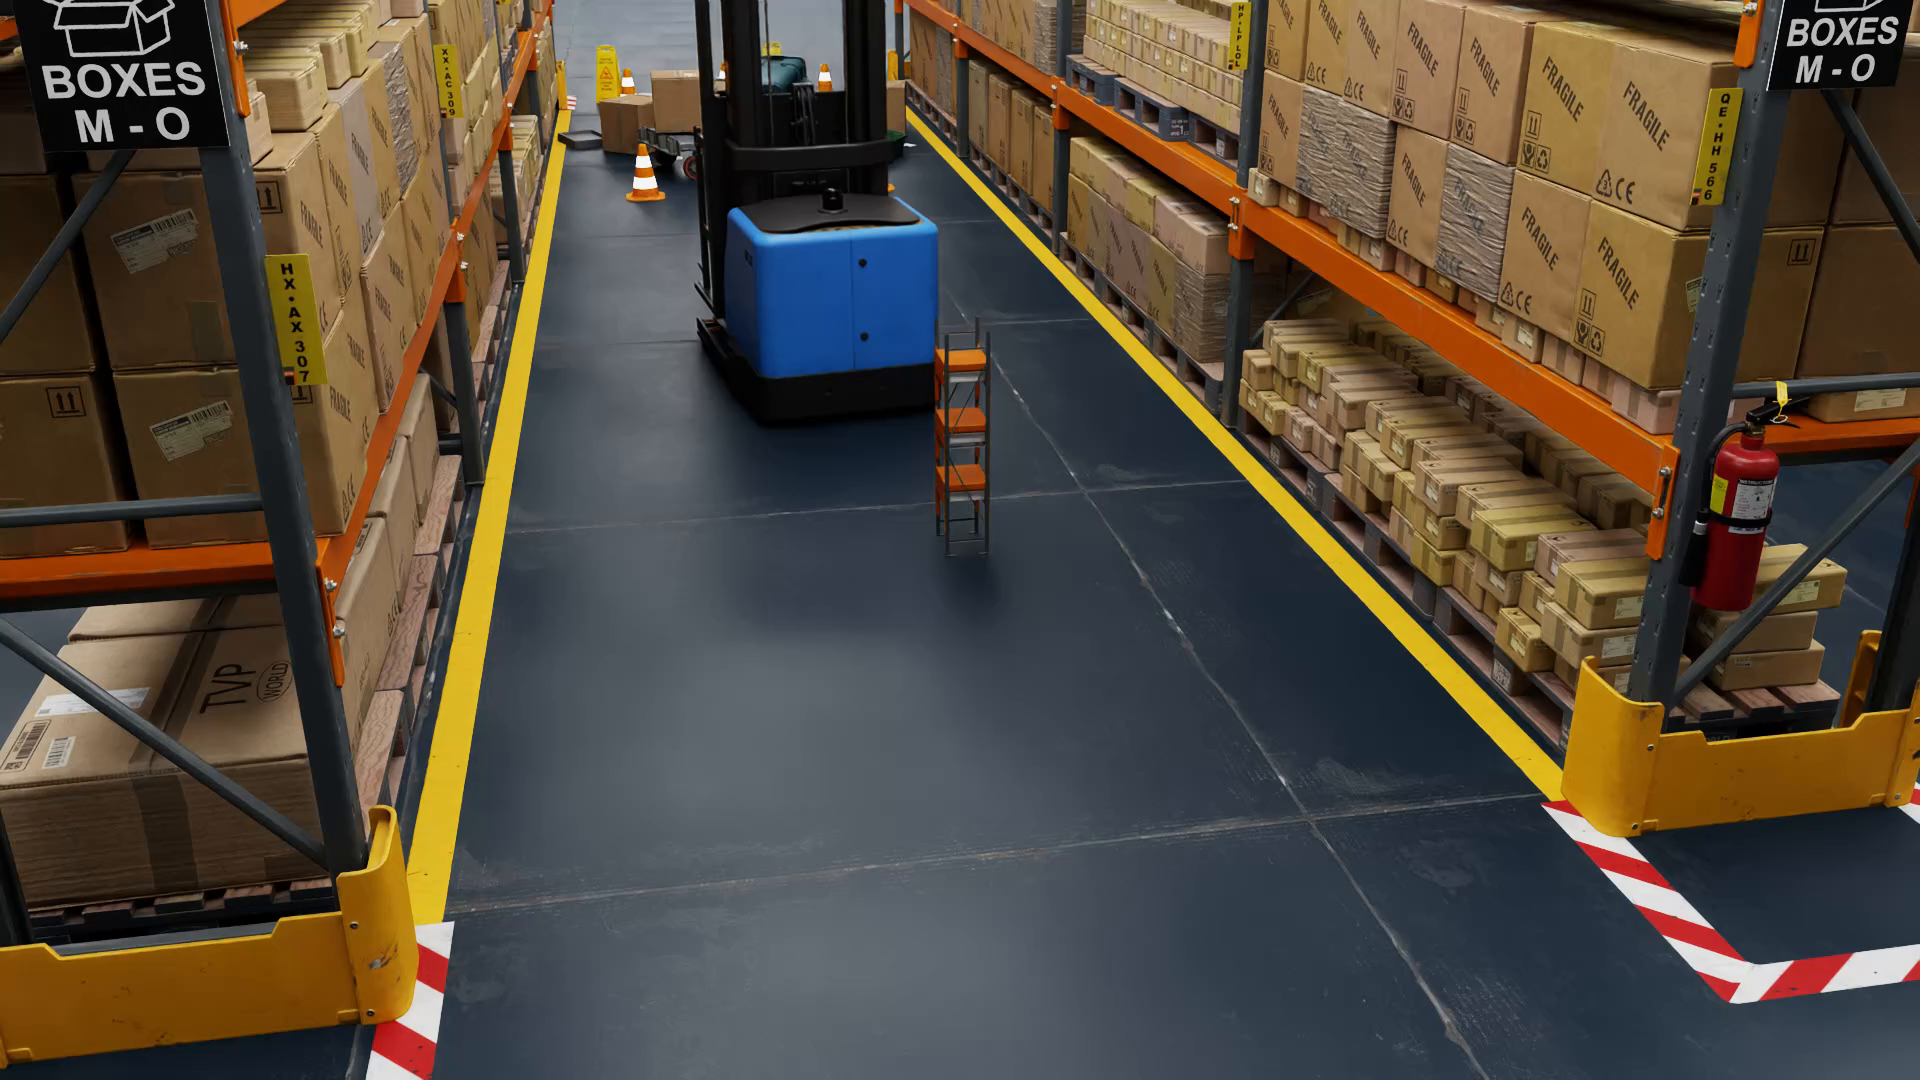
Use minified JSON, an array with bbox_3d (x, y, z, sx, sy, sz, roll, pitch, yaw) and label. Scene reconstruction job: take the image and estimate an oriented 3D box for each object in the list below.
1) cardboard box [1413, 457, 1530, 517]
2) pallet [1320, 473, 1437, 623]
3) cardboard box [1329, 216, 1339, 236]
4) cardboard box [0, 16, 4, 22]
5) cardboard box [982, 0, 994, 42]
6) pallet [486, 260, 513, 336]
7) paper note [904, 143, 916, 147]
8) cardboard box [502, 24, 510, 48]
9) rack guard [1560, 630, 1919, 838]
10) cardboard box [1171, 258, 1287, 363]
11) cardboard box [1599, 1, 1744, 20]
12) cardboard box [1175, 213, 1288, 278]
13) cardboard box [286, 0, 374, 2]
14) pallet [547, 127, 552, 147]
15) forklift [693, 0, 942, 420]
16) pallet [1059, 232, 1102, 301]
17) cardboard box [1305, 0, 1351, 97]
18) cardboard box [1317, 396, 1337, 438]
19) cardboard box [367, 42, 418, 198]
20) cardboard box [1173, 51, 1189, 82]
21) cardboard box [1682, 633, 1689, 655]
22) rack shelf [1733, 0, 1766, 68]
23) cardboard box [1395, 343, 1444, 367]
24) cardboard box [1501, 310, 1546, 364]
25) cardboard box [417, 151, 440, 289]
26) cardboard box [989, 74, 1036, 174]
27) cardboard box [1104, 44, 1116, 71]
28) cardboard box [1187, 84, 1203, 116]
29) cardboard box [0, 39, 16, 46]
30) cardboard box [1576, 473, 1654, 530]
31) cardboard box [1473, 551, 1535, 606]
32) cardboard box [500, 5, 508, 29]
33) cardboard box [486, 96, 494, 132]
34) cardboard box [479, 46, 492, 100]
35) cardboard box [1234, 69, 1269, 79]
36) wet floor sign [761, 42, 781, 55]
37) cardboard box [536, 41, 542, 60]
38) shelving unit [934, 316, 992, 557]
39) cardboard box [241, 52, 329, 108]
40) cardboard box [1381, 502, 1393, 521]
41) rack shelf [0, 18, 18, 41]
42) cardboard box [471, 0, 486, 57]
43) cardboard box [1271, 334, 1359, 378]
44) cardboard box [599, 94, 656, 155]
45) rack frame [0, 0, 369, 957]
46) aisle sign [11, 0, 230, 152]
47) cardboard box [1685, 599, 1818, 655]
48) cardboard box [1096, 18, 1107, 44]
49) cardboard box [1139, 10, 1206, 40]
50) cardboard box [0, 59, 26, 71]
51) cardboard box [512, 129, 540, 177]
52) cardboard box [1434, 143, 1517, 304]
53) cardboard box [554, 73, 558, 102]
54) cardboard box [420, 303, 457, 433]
[{"bbox_3d":[2.088,-0.219,6.797,0.380,0.149,0.250,-3,24,-8],"label":"cardboard box"},{"bbox_3d":[2.336,-0.020,7.532,1.003,0.211,1.213,-4,24,-10],"label":"pallet"},{"bbox_3d":[1.945,-1.485,7.717,0.380,0.149,0.250,-5,24,-12],"label":"cardboard box"},{"bbox_3d":[-9.288,-5.055,15.451,0.500,0.500,0.500,-5,24,-10],"label":"cardboard box"},{"bbox_3d":[0.485,-4.611,14.434,0.500,0.500,0.500,-4,24,-10],"label":"cardboard box"},{"bbox_3d":[-3.566,-1.614,11.182,1.003,0.211,1.213,-4,24,-10],"label":"pallet"},{"bbox_3d":[-0.546,-4.024,16.925,0.142,0.020,0.147,18,29,36],"label":"paper note"},{"bbox_3d":[-3.570,-3.761,12.403,0.380,0.149,0.250,-4,24,-9],"label":"cardboard box"},{"bbox_3d":[2.673,0.649,5.640,1.175,0.500,0.348,-4,24,-10],"label":"rack guard"},{"bbox_3d":[1.563,-1.360,9.714,0.500,0.500,0.500,-5,24,-11],"label":"cardboard box"},{"bbox_3d":[2.691,-1.708,6.167,0.500,0.500,0.500,-5,24,-11],"label":"cardboard box"},{"bbox_3d":[1.561,-1.705,9.568,0.500,0.250,0.500,-5,24,-11],"label":"cardboard box"},{"bbox_3d":[-2.486,-2.029,6.464,0.380,0.149,0.250,-5,24,-10],"label":"cardboard box"},{"bbox_3d":[-4.766,-4.246,17.207,1.003,0.211,1.213,-4,24,-10],"label":"pallet"},{"bbox_3d":[-1.042,-2.561,9.951,1.130,2.935,3.031,-7,25,-16],"label":"forklift"},{"bbox_3d":[1.351,-2.028,12.130,1.003,0.211,1.213,-4,24,-10],"label":"pallet"},{"bbox_3d":[1.902,-2.282,7.482,0.500,0.500,0.500,-5,24,-11],"label":"cardboard box"},{"bbox_3d":[1.963,-0.604,8.051,0.380,0.149,0.250,-6,24,-12],"label":"cardboard box"},{"bbox_3d":[-2.350,-1.573,6.231,0.500,0.500,0.500,-4,24,-9],"label":"cardboard box"},{"bbox_3d":[1.485,-2.807,9.847,0.380,0.149,0.250,-6,24,-12],"label":"cardboard box"},{"bbox_3d":[2.776,0.320,6.306,0.380,0.149,0.250,-4,24,-10],"label":"cardboard box"},{"bbox_3d":[2.318,-2.299,6.416,1.077,0.370,4.000,-4,24,-10],"label":"rack shelf"},{"bbox_3d":[2.409,-0.883,8.319,0.380,0.149,0.250,-5,24,-10],"label":"cardboard box"},{"bbox_3d":[2.209,-0.756,6.047,0.380,0.149,0.250,-4,24,-8],"label":"cardboard box"},{"bbox_3d":[-2.461,-1.315,6.887,0.500,0.500,0.500,-5,24,-11],"label":"cardboard box"},{"bbox_3d":[0.846,-3.731,14.832,1.050,0.750,0.750,-4,24,-10],"label":"cardboard box"},{"bbox_3d":[1.192,-3.288,11.321,0.380,0.149,0.250,-3,24,-7],"label":"cardboard box"},{"bbox_3d":[1.541,-2.558,9.649,0.380,0.149,0.250,-6,24,-12],"label":"cardboard box"},{"bbox_3d":[-9.996,-4.977,17.059,0.500,0.250,0.500,-4,24,-10],"label":"cardboard box"},{"bbox_3d":[2.707,-0.156,6.654,0.380,0.149,0.250,-5,24,-12],"label":"cardboard box"},{"bbox_3d":[2.211,0.120,6.393,0.380,0.149,0.250,-5,24,-12],"label":"cardboard box"},{"bbox_3d":[-3.597,-3.981,12.096,0.500,0.500,0.500,-3,24,-7],"label":"cardboard box"},{"bbox_3d":[-3.102,-2.560,10.051,0.500,0.250,0.500,-5,24,-10],"label":"cardboard box"},{"bbox_3d":[-3.086,-2.795,9.965,0.500,0.250,0.500,-5,24,-11],"label":"cardboard box"},{"bbox_3d":[1.682,-2.534,8.850,0.380,0.149,0.250,-3,24,-7],"label":"cardboard box"},{"bbox_3d":[-2.223,-5.546,19.643,0.267,0.644,0.232,-9,25,-19],"label":"wet floor sign"},{"bbox_3d":[-4.186,-4.660,15.835,0.380,0.149,0.250,-4,24,-9],"label":"cardboard box"},{"bbox_3d":[0.010,-0.460,7.492,0.215,1.050,0.252,-4,24,-10],"label":"shelving unit"},{"bbox_3d":[-2.072,-1.333,4.870,0.380,0.149,0.250,-5,24,-11],"label":"cardboard box"},{"bbox_3d":[2.103,-0.154,7.393,0.380,0.149,0.250,-4,24,-8],"label":"cardboard box"},{"bbox_3d":[-9.625,-4.869,16.050,1.077,0.370,4.000,-4,24,-10],"label":"rack shelf"},{"bbox_3d":[-3.097,-3.131,9.796,0.500,0.500,0.500,-4,24,-10],"label":"cardboard box"},{"bbox_3d":[1.800,-0.935,8.438,0.380,0.149,0.250,-3,24,-7],"label":"cardboard box"},{"bbox_3d":[-3.239,-4.159,16.644,0.500,0.500,0.500,13,27,27],"label":"cardboard box"},{"bbox_3d":[-2.159,-0.061,4.142,1.000,3.000,0.127,-4,24,-10],"label":"rack frame"},{"bbox_3d":[-1.860,-1.245,3.606,0.394,0.787,0.004,-4,24,-10],"label":"aisle sign"},{"bbox_3d":[2.843,0.286,6.014,0.380,0.149,0.250,-3,24,-8],"label":"cardboard box"},{"bbox_3d":[1.152,-3.516,11.470,0.380,0.149,0.250,-3,24,-7],"label":"cardboard box"},{"bbox_3d":[1.348,-3.251,10.491,0.380,0.149,0.250,-4,24,-8],"label":"cardboard box"},{"bbox_3d":[-2.629,-1.284,4.758,0.380,0.149,0.250,-4,24,-9],"label":"cardboard box"},{"bbox_3d":[-4.142,-3.281,14.272,0.950,0.372,0.625,-3,24,-6],"label":"cardboard box"},{"bbox_3d":[2.158,-1.209,6.273,0.500,0.500,0.500,-4,24,-10],"label":"cardboard box"},{"bbox_3d":[-4.699,-4.979,18.314,0.500,0.250,0.500,-4,24,-10],"label":"cardboard box"},{"bbox_3d":[-3.092,-1.091,8.630,0.875,0.875,0.875,-4,24,-8],"label":"cardboard box"}]
